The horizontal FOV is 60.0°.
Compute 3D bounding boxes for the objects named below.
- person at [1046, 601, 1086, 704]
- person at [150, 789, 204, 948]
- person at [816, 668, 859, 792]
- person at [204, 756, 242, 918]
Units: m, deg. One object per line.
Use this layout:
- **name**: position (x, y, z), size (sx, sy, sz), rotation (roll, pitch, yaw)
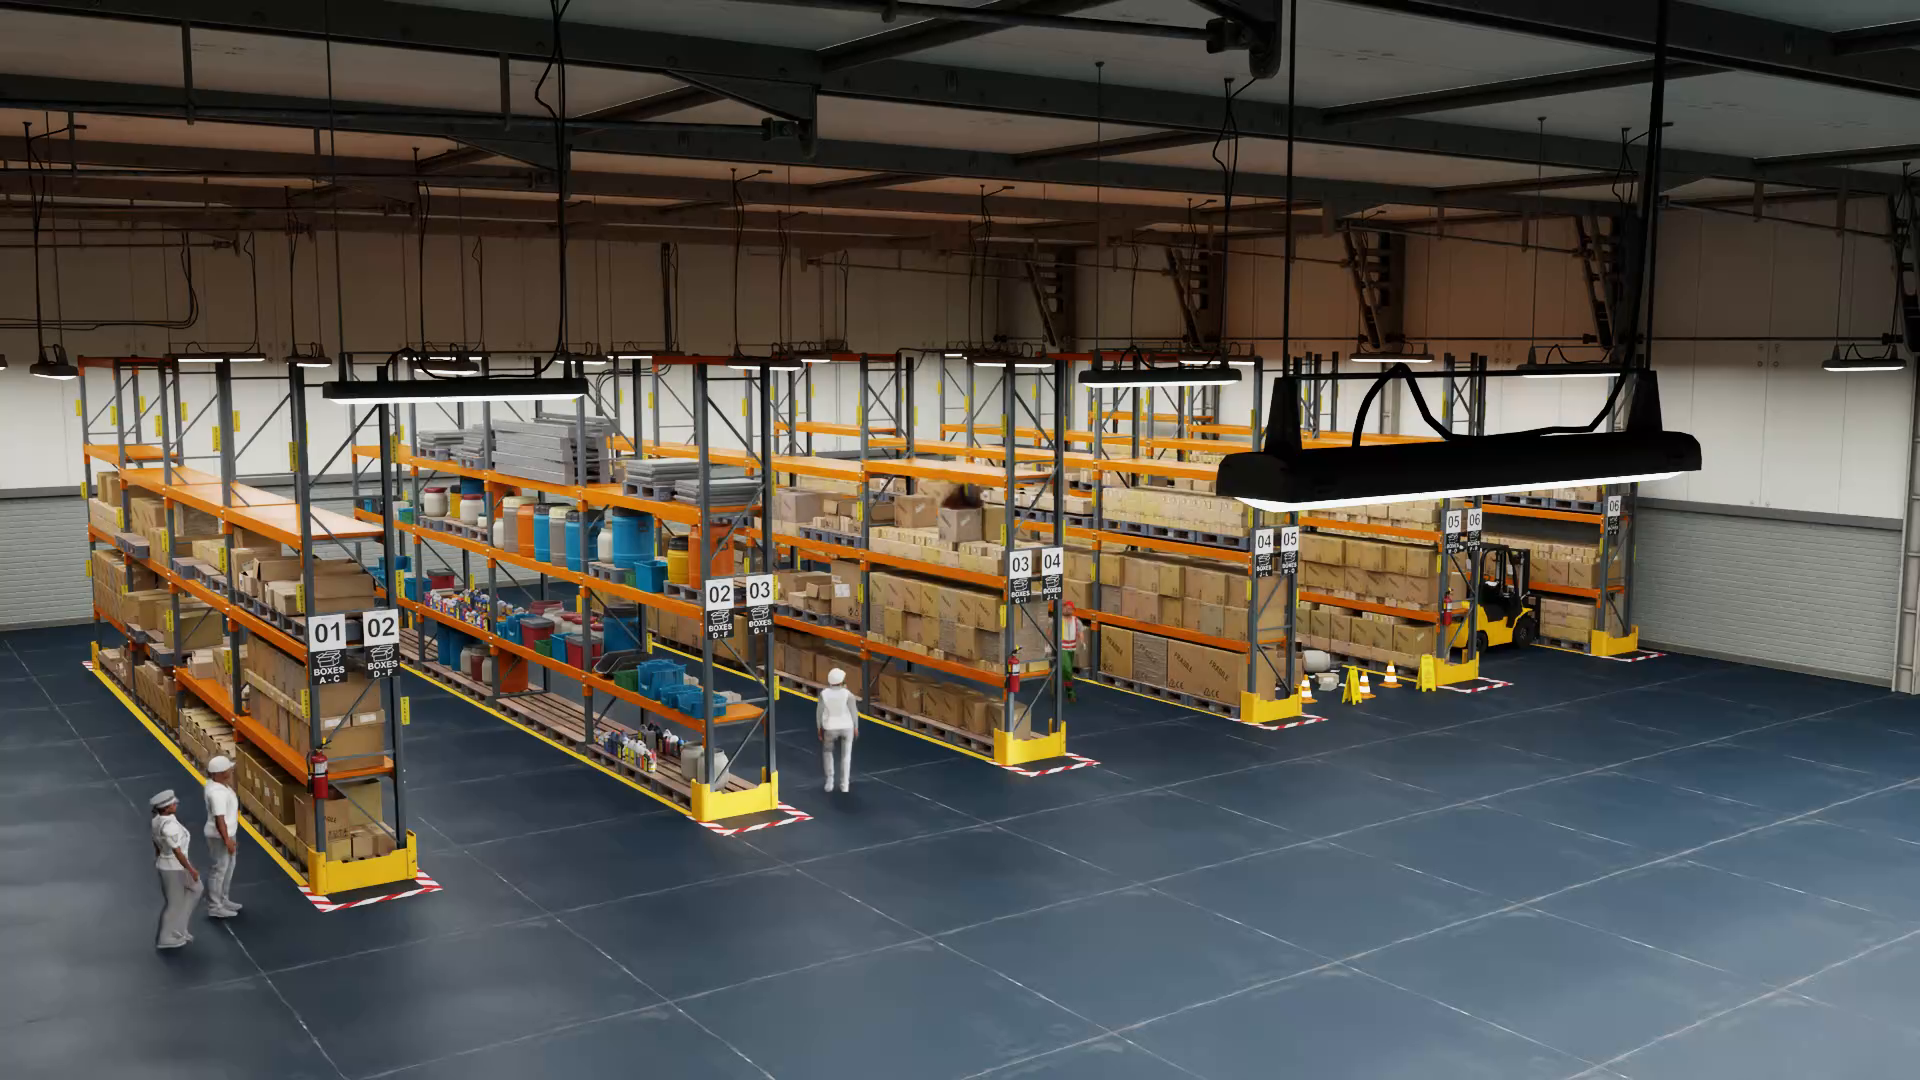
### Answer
- **person**: position (1.895, 1.966, 29.208), size (0.536, 1.808, 0.890), rotation (-5, 8, -35)
- **person**: position (-8.102, 3.414, 17.249), size (0.464, 1.707, 0.463), rotation (-3, 8, -26)
- **person**: position (-1.706, 2.637, 23.194), size (0.588, 1.759, 0.473), rotation (0, 7, -3)
- **person**: position (-8.116, 3.241, 18.302), size (0.375, 1.779, 0.614), rotation (-1, 7, -11)
